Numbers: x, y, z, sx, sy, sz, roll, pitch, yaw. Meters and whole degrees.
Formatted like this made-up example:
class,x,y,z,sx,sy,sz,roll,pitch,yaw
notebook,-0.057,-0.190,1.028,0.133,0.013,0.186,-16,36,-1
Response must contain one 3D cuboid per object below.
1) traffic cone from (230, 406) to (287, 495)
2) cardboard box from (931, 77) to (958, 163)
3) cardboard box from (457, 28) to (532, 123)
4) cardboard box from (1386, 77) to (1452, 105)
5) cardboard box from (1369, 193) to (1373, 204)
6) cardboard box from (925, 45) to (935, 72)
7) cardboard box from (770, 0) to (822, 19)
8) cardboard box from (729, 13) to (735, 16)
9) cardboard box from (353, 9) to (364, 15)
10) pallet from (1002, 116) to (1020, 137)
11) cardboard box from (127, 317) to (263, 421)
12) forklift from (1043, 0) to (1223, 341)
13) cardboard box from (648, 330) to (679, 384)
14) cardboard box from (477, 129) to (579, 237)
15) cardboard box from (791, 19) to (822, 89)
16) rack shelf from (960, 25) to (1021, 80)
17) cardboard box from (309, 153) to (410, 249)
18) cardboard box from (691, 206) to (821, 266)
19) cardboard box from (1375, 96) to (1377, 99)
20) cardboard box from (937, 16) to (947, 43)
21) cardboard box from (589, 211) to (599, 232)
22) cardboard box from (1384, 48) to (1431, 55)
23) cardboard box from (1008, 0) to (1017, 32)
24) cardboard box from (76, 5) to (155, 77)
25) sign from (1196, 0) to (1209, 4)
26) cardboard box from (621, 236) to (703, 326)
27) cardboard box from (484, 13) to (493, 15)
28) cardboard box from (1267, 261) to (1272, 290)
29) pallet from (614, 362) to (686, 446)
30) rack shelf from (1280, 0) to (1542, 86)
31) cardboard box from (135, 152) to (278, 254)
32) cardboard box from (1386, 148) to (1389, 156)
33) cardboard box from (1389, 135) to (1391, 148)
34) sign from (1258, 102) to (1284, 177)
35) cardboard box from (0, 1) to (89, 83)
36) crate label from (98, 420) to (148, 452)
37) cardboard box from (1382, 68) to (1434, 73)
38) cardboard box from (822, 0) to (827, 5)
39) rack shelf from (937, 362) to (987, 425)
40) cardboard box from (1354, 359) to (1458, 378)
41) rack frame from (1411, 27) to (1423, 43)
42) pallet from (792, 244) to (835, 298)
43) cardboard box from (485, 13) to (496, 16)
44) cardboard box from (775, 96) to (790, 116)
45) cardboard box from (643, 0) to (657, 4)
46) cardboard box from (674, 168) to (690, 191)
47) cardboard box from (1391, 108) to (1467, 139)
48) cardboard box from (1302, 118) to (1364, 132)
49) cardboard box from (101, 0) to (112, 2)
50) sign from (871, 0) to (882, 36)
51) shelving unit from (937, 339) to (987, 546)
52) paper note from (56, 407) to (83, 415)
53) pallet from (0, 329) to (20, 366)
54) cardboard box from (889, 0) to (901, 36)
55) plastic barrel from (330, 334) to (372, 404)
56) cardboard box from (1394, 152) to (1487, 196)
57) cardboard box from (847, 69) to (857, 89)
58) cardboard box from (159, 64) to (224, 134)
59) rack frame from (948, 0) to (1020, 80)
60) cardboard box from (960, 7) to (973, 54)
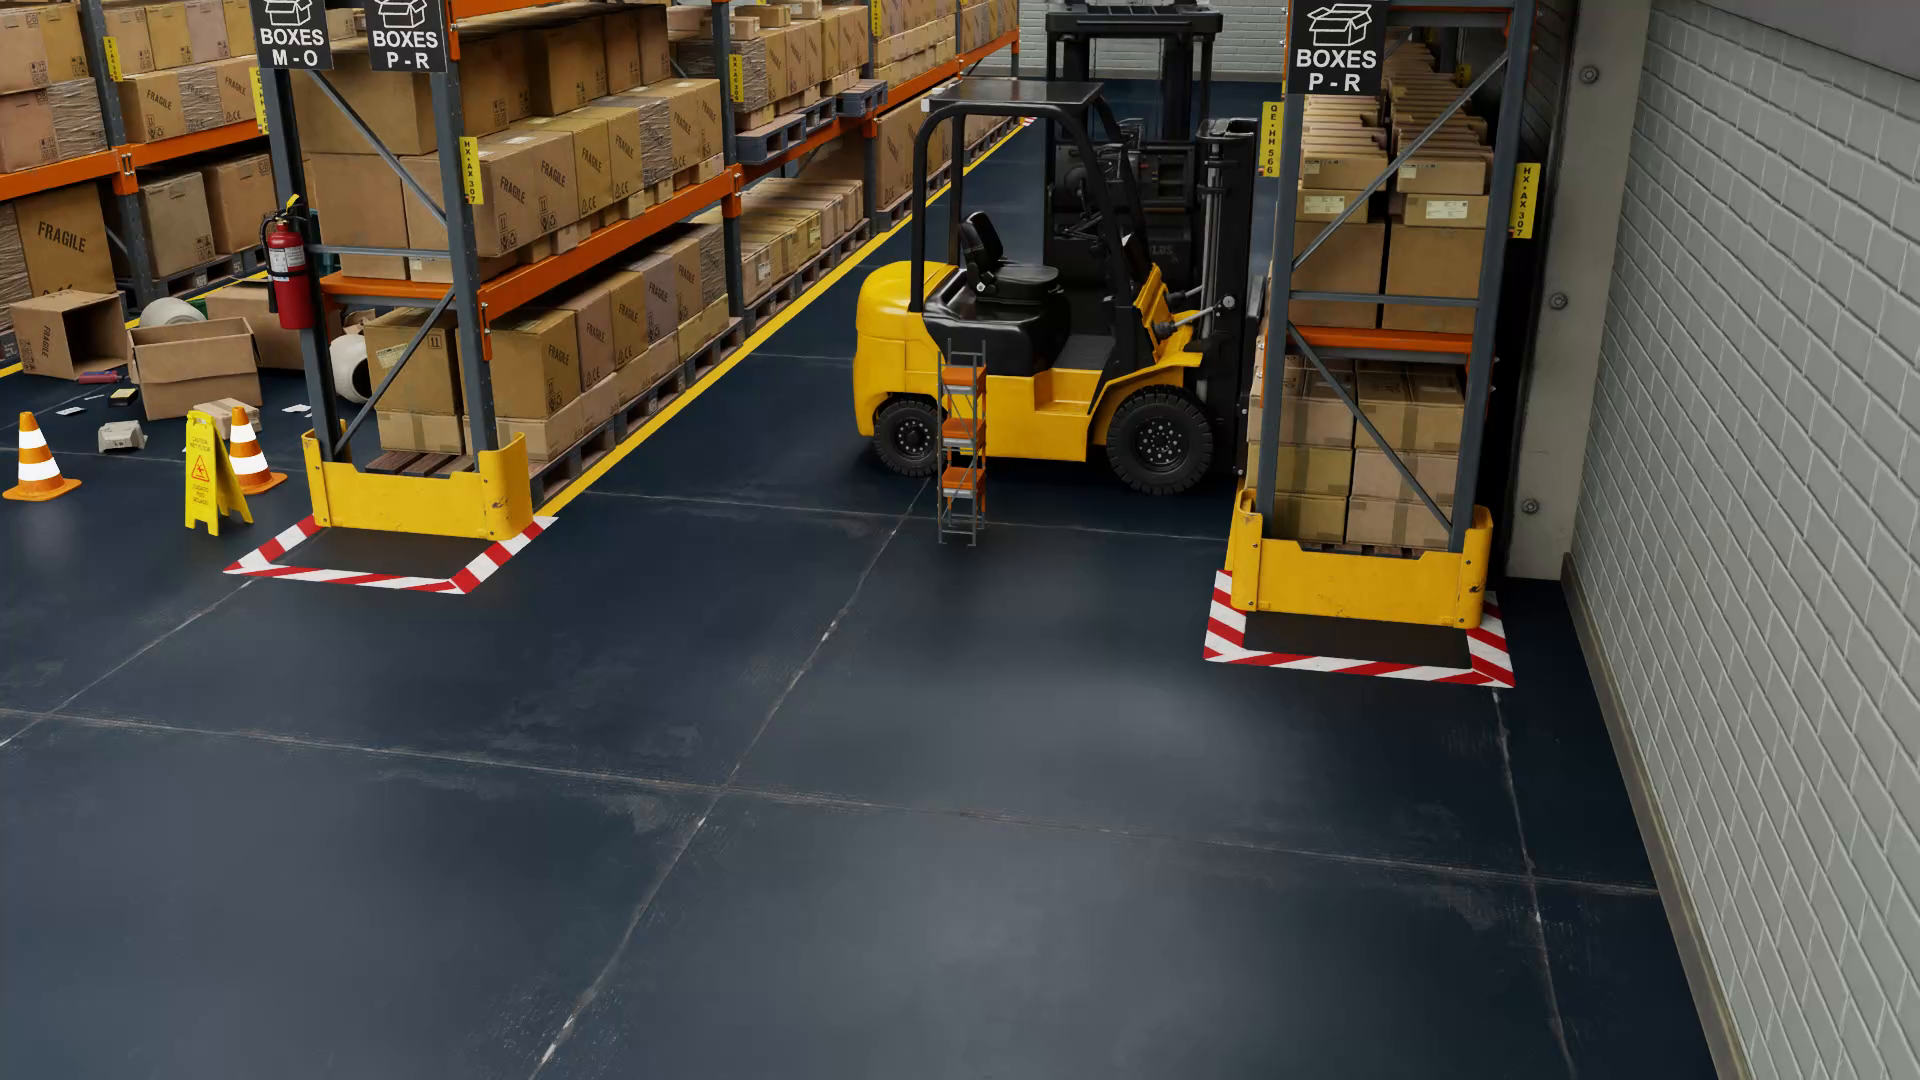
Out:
class,x,y,z,sx,sy,sz,roll,pitch,yaw
traffic cone,-4.120,-0.541,9.576,0.336,0.463,0.334,4,22,11
cardboard box,-0.545,-4.827,19.105,0.875,0.875,0.875,5,23,13
cardboard box,-2.941,-2.692,9.653,0.700,0.500,0.500,4,22,10
cardboard box,2.870,-2.804,10.401,0.380,0.149,0.250,4,22,9
cardboard box,1.847,-1.766,8.221,0.380,0.149,0.250,5,22,12
cardboard box,-0.568,-5.228,18.021,0.500,0.250,0.500,4,22,9
cardboard box,-1.370,-4.448,13.920,0.380,0.149,0.250,3,22,8
cardboard box,-1.832,-4.234,14.257,0.500,0.500,0.500,5,22,12
cardboard box,-6.421,-5.484,17.432,0.380,0.149,0.250,5,23,13
pallet,0.233,-5.721,22.777,1.003,0.211,1.213,4,22,11
cardboard box,-5.065,-1.139,11.008,0.797,0.503,0.637,-11,25,-26
forklift,1.098,-2.443,10.995,1.130,2.935,3.031,1,22,3
cardboard box,-2.194,-1.226,11.001,0.500,0.250,0.500,5,22,12
cardboard box,-2.474,-1.988,9.242,0.500,0.500,0.500,5,23,13
cardboard box,-1.442,-4.005,13.689,0.500,0.500,0.500,4,22,9
rack shelf,-0.088,-6.248,21.315,1.077,0.370,4.000,4,22,11
cardboard box,-3.104,-1.866,8.939,0.500,0.500,0.500,4,22,10
cardboard box,-1.741,-2.610,14.275,0.950,0.372,0.625,5,23,13
cardboard box,2.367,-2.742,10.248,0.380,0.149,0.250,4,22,10
cardboard box,-0.443,-5.650,18.398,0.500,0.250,0.500,5,22,12
cardboard box,-2.390,-1.926,9.956,0.380,0.149,0.250,5,23,13
cardboard box,3.641,-3.934,13.604,0.380,0.149,0.250,4,22,10
cardboard box,0.480,-7.163,22.490,0.500,0.500,0.500,5,22,11
cardboard box,-6.900,-3.957,13.192,0.700,0.500,0.500,4,22,10
sign,4.000,-9.158,27.704,0.329,0.494,0.001,4,22,11
cardboard box,-2.089,-1.769,11.345,0.500,0.500,0.500,5,22,12
cardboard box,-5.469,-6.005,18.726,0.380,0.149,0.250,4,22,9
cardboard box,2.211,-1.592,10.570,0.500,0.250,0.500,4,22,11
pallet,-2.478,-0.935,10.893,1.003,0.211,1.213,4,22,11
rack shelf,2.323,-2.874,8.922,1.077,0.370,4.000,4,22,11
cardboard box,-6.756,-3.003,14.743,1.050,0.750,0.750,4,22,11
cardboard box,2.704,-2.040,9.770,0.500,0.500,0.500,4,22,9
cardboard box,2.658,-2.285,9.511,0.380,0.149,0.250,4,22,10
sign,1.386,-1.778,7.386,0.100,0.325,0.005,4,22,11
cardboard box,-7.104,-3.703,12.387,0.875,0.550,0.550,4,22,11
crate label,-5.177,-0.642,10.264,0.250,0.136,0.298,-7,23,-17
cardboard box,3.278,-3.377,12.220,0.380,0.149,0.250,4,22,11
cardboard box,-1.463,-5.107,16.046,0.500,0.500,0.500,4,22,9
rack shelf,0.011,-0.760,8.604,0.215,0.259,0.240,4,22,11
cardboard box,2.297,-0.812,8.635,0.500,0.250,0.500,4,22,11
rack frame,3.547,-4.010,14.796,1.000,3.000,0.127,4,22,11
pallet,-1.725,-2.364,14.440,1.003,0.211,1.213,4,22,11
cardboard box,-5.463,-5.864,18.775,0.380,0.149,0.250,3,22,8
cardboard box,-1.571,-3.472,13.233,0.380,0.149,0.250,5,22,12
cardboard box,-4.497,-7.466,22.845,0.500,0.500,0.500,4,22,10
cardboard box,-2.070,-2.486,11.348,0.380,0.149,0.250,5,22,11
cardboard box,2.536,-2.240,9.000,0.380,0.149,0.250,5,22,11
cardboard box,1.897,-2.096,8.644,0.380,0.149,0.250,5,22,12
cardboard box,-10.472,-6.633,19.832,0.797,0.503,0.637,5,22,12
sign,-0.780,-4.850,15.437,0.100,0.325,0.005,4,22,11
shelving unit,0.011,-0.507,8.706,0.215,1.050,0.252,4,22,11
paper note,-5.838,-0.853,10.933,0.144,0.017,0.142,13,25,29
pallet,-7.474,-1.252,11.679,1.003,0.211,1.213,4,22,11
cardboard box,-0.881,-5.242,16.381,0.500,0.500,0.500,5,22,11
plastic barrel,-4.006,-1.137,11.111,0.421,0.421,0.512,-16,27,-35
cardboard box,2.193,-1.677,7.601,0.380,0.149,0.250,4,22,10
cardboard box,-1.141,-4.129,14.864,0.380,0.149,0.250,4,22,10
cardboard box,-6.522,-3.668,13.812,0.500,0.500,0.500,5,22,11
rack frame,0.320,-7.313,22.997,1.000,3.000,0.127,4,22,11
cardboard box,-0.144,-6.048,19.723,0.500,0.500,0.500,5,23,13
